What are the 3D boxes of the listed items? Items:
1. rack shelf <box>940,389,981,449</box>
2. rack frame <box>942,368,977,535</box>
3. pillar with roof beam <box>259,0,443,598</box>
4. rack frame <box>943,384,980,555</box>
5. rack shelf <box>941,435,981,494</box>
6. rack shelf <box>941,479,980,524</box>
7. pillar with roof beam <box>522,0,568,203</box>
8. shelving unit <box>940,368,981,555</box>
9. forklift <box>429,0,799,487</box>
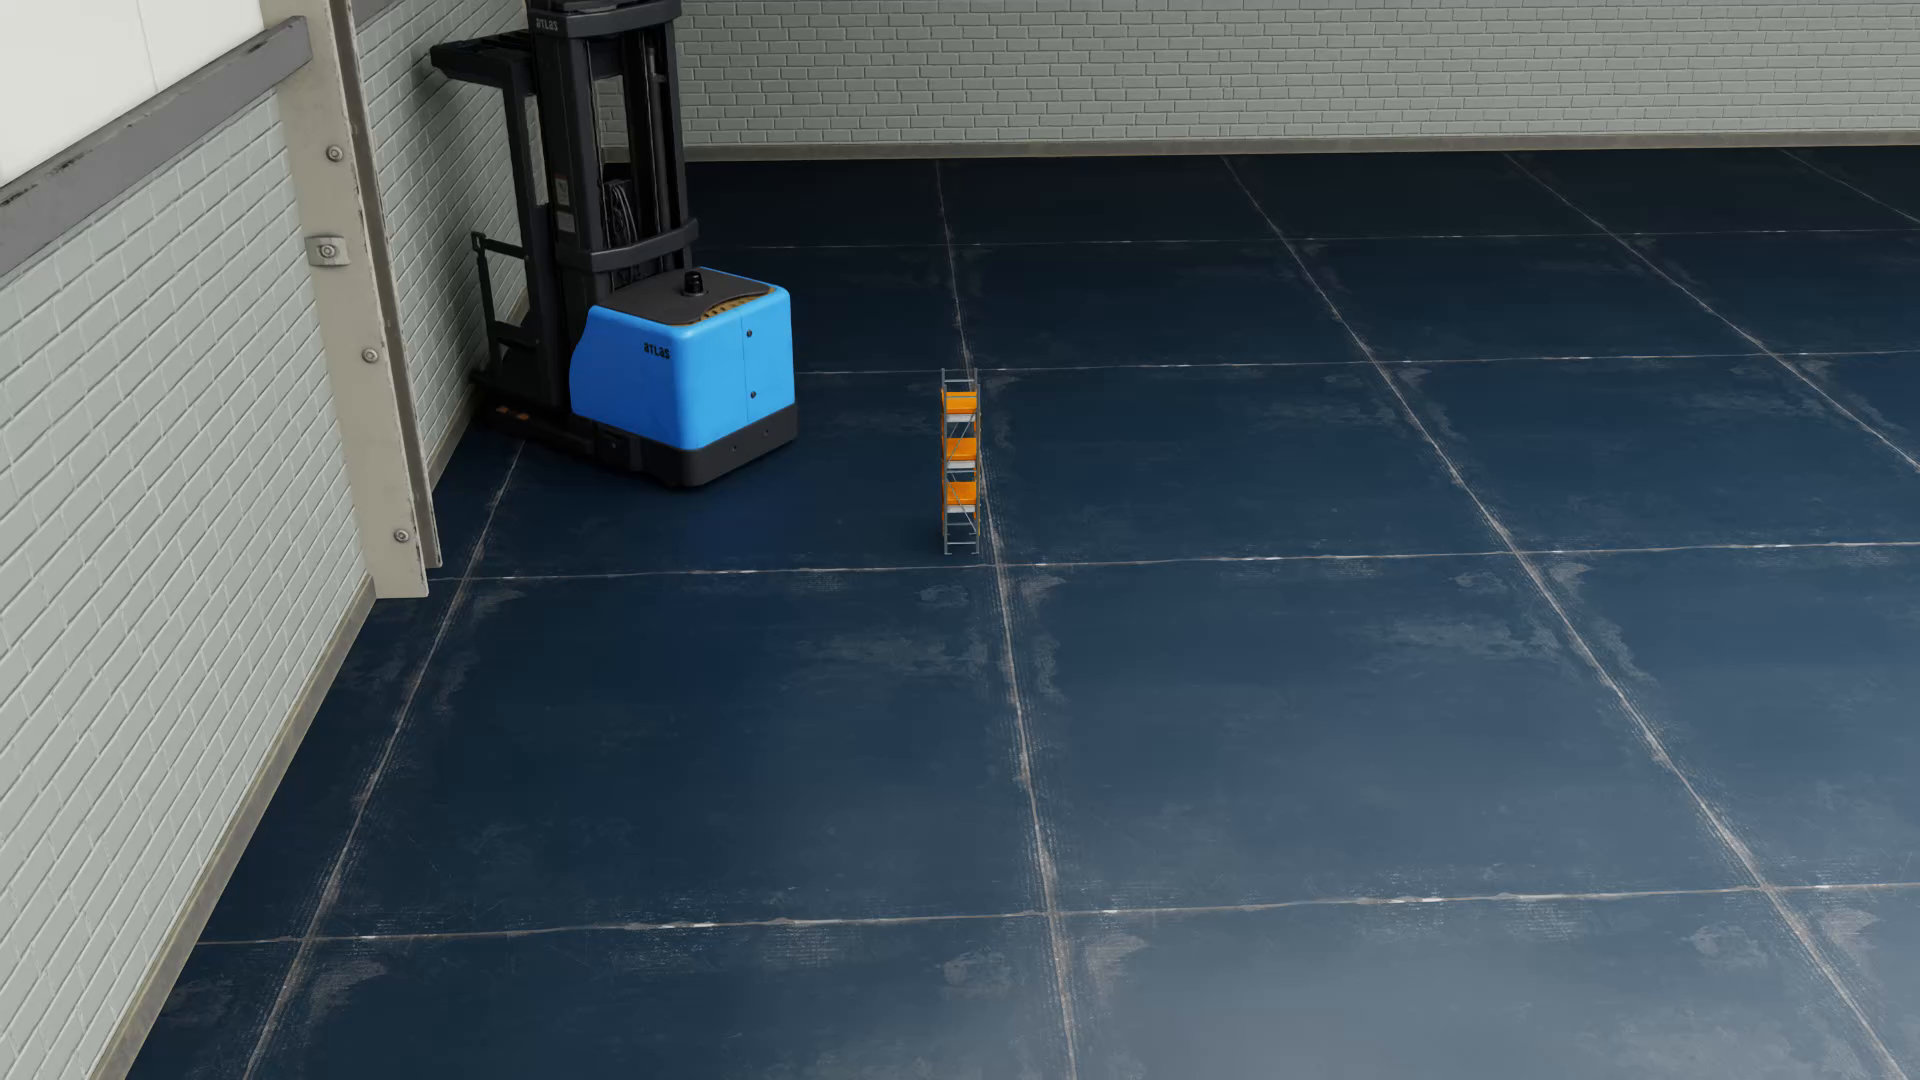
[{"bbox_3d":[0.003,-0.683,9.334,0.215,0.259,0.240,-1,28,-3],"label":"rack shelf"},{"bbox_3d":[-0.004,-0.497,9.568,0.200,1.050,0.008,-1,28,-3],"label":"rack frame"},{"bbox_3d":[1.201,-3.868,7.436,9.100,9.000,0.400,-1,28,-3],"label":"pillar with roof beam"},{"bbox_3d":[0.009,-0.384,9.352,0.200,1.050,0.008,-1,28,-3],"label":"rack frame"},{"bbox_3d":[0.003,-0.431,9.465,0.215,0.259,0.240,-1,28,-3],"label":"rack shelf"},{"bbox_3d":[0.003,-0.185,9.593,0.215,0.259,0.240,-1,28,-3],"label":"rack shelf"},{"bbox_3d":[0.887,-6.639,12.748,9.100,9.000,0.400,-1,28,-3],"label":"pillar with roof beam"},{"bbox_3d":[0.003,-0.441,9.460,0.215,1.050,0.252,-1,28,-3],"label":"shelving unit"},{"bbox_3d":[-2.549,-2.153,10.709,3.031,2.935,1.130,19,33,31],"label":"forklift"}]
